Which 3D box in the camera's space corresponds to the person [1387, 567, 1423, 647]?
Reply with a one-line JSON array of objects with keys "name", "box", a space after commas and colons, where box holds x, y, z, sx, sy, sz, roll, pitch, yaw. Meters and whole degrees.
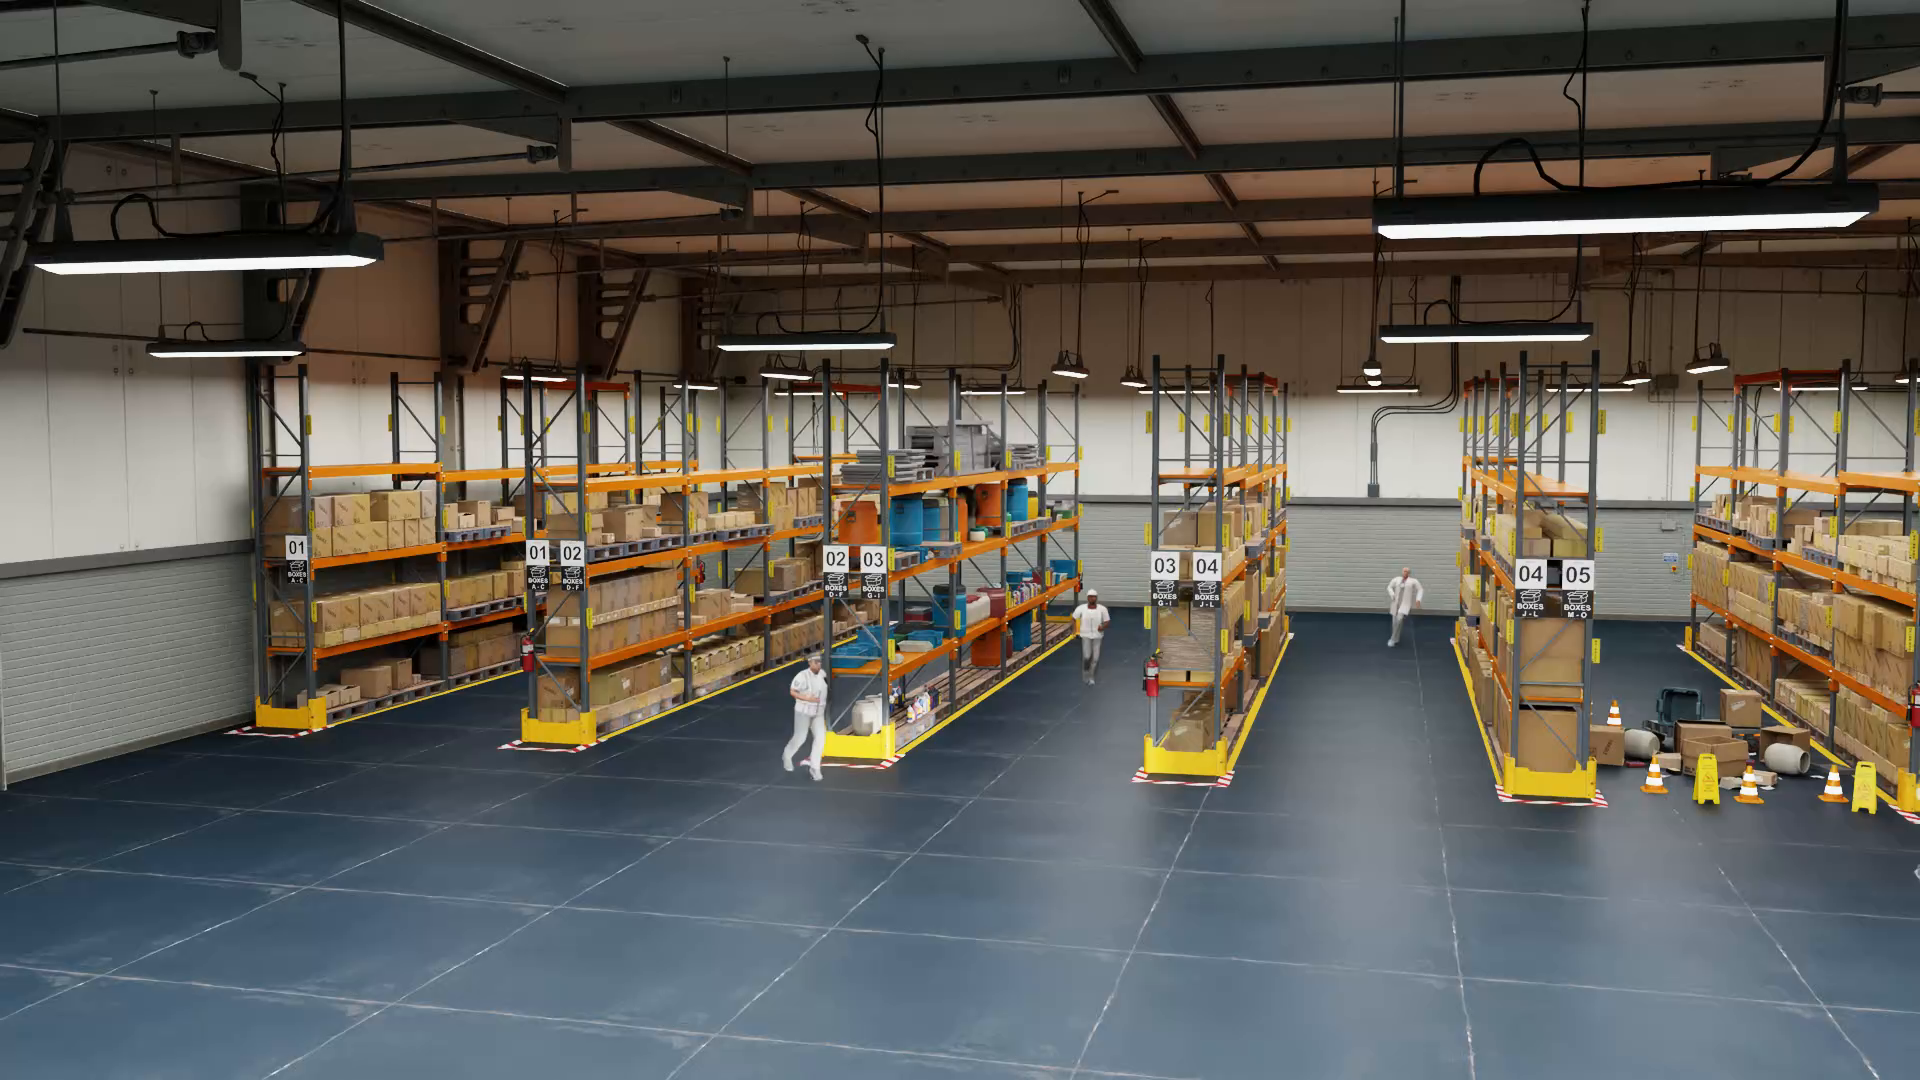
[{"name": "person", "box": [10.051, 1.498, 37.768, 0.762, 1.787, 0.926, 3, 5, 34]}]

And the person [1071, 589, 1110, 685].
[{"name": "person", "box": [2.377, 1.768, 30.093, 0.690, 1.745, 0.597, 0, 4, -1]}]

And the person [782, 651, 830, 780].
[{"name": "person", "box": [-2.156, 2.488, 23.827, 0.685, 1.821, 0.887, -3, 5, -37]}]
